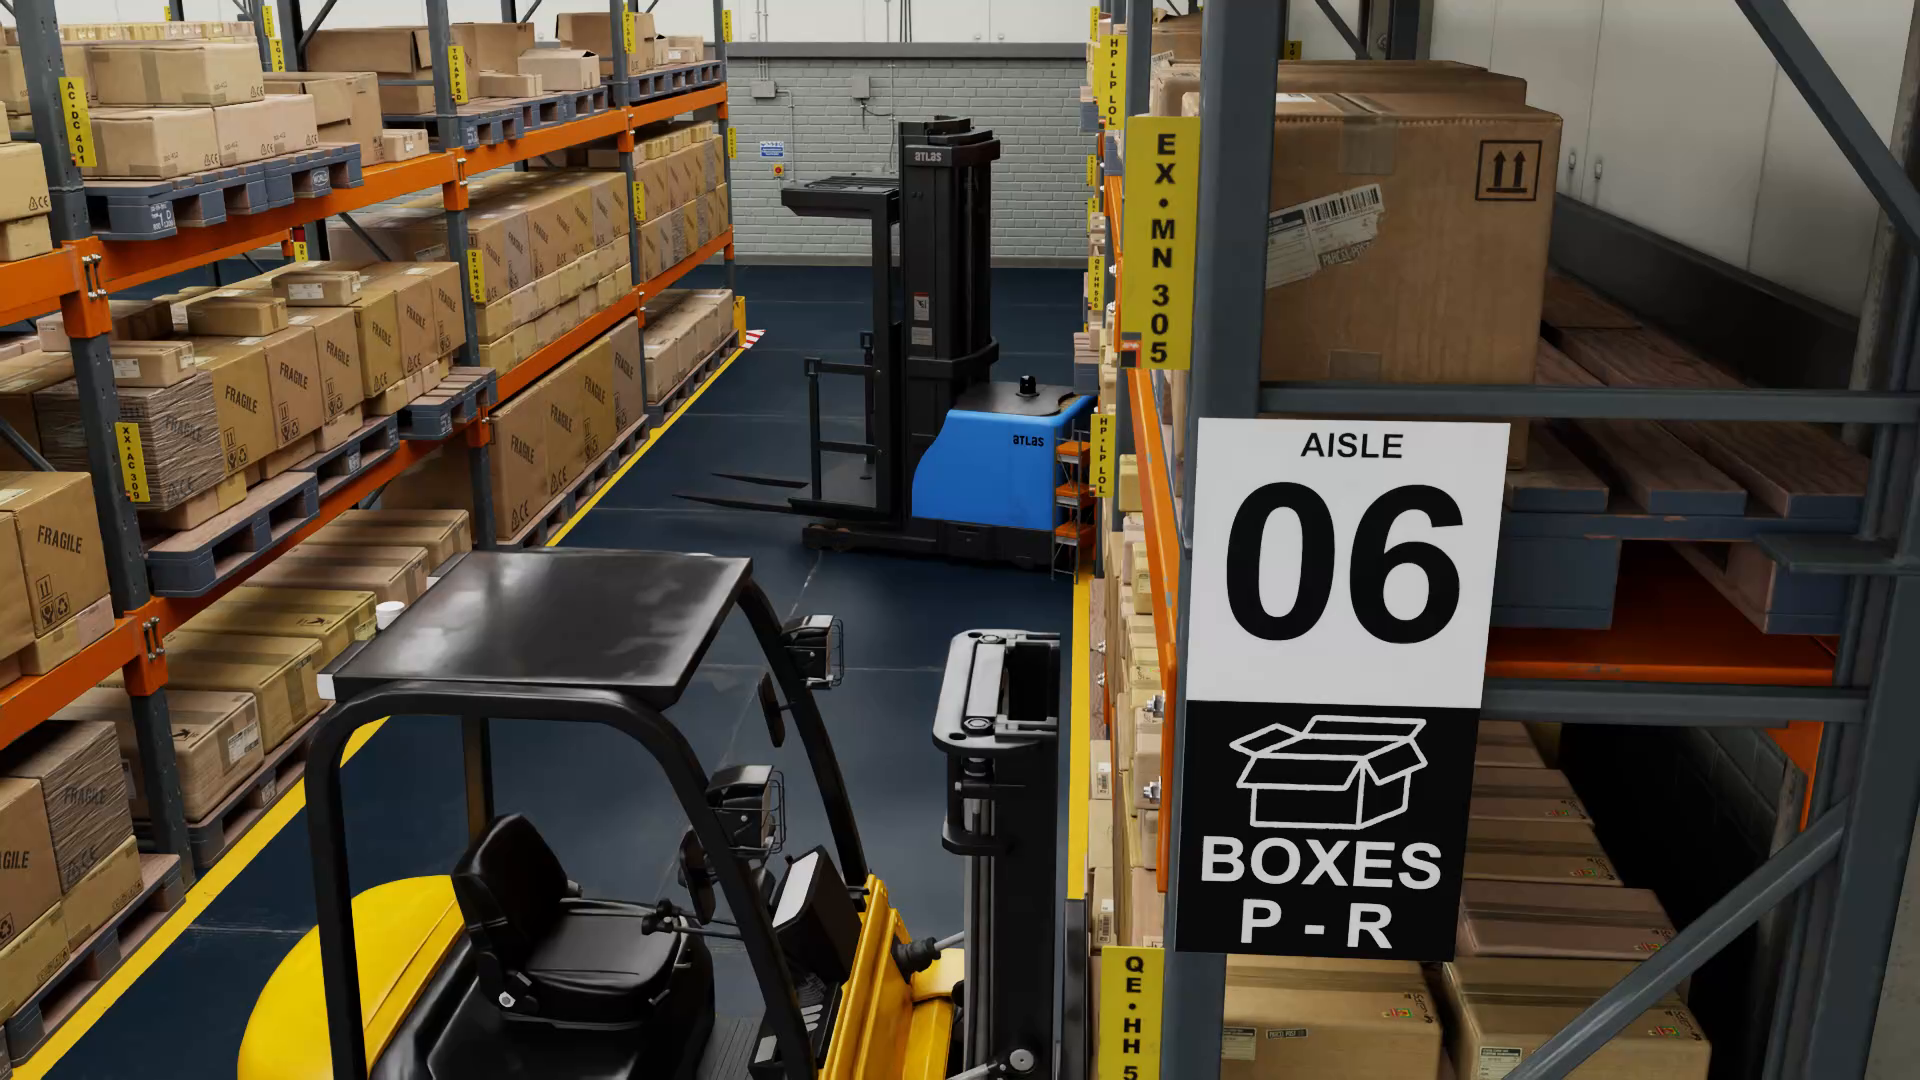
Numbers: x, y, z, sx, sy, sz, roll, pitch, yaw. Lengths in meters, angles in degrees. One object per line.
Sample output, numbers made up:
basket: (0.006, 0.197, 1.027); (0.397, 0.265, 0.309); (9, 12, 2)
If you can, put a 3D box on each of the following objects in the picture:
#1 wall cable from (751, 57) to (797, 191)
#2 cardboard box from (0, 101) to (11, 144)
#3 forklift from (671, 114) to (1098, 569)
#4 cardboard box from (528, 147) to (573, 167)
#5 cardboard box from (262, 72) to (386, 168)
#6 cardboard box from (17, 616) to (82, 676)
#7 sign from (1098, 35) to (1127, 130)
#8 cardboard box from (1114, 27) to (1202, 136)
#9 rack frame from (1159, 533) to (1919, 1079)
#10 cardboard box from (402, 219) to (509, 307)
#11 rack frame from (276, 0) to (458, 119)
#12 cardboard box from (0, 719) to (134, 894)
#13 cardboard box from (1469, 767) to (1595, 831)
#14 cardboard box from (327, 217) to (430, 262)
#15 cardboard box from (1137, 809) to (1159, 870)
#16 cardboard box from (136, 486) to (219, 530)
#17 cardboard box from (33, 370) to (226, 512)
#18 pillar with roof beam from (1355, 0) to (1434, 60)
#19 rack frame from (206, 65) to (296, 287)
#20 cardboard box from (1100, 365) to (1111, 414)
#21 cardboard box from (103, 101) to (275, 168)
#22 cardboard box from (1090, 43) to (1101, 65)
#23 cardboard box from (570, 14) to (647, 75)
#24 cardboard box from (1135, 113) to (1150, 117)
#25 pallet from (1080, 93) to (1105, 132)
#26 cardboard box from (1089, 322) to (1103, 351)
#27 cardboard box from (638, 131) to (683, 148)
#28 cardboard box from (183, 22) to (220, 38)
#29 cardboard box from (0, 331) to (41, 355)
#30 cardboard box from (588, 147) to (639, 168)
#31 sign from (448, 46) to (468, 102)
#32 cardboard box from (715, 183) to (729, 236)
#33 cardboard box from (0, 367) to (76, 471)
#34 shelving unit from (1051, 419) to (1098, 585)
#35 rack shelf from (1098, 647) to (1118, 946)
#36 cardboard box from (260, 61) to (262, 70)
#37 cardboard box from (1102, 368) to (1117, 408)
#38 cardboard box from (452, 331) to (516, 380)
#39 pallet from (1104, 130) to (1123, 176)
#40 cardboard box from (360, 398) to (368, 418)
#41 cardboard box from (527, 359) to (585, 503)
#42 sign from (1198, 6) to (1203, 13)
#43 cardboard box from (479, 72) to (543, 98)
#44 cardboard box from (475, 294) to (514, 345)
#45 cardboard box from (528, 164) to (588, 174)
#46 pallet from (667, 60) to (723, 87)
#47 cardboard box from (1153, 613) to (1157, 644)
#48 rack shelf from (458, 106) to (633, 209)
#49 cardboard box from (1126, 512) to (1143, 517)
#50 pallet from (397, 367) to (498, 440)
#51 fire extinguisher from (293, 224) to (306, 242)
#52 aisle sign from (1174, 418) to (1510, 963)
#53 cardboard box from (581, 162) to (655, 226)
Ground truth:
wall cable: (-2.621, -5.885, 23.385); (0.585, 1.953, 0.123); (1, 18, 4)
cardboard box: (-3.667, -1.491, 5.961); (0.380, 0.149, 0.250); (2, 18, 5)
forklift: (-0.587, -1.457, 11.664); (3.031, 2.935, 1.130); (6, 19, 18)
cardboard box: (-3.584, -3.327, 14.452); (0.380, 0.149, 0.250); (1, 18, 3)
cardboard box: (-3.653, -2.330, 9.239); (0.700, 0.500, 0.500); (1, 18, 4)
cardboard box: (-3.592, 0.395, 6.305); (0.380, 0.149, 0.250); (2, 18, 5)
sign: (0.547, -1.629, 5.925); (0.100, 0.325, 0.005); (1, 18, 4)
cardboard box: (1.008, -2.226, 8.087); (0.500, 0.500, 0.500); (2, 18, 5)
rack frame: (0.802, 1.443, 2.702); (1.000, 3.000, 0.127); (1, 18, 4)
cardboard box: (-3.296, -1.822, 10.899); (0.500, 0.500, 0.500); (1, 18, 2)
rack frame: (-3.575, -4.002, 9.685); (1.000, 3.000, 0.127); (1, 18, 4)
cardboard box: (-3.637, 1.031, 6.495); (0.500, 0.500, 0.500); (1, 18, 3)
cardboard box: (1.129, 0.607, 3.574); (0.380, 0.149, 0.250); (1, 18, 4)
cardboard box: (-3.799, -1.840, 10.956); (0.500, 0.500, 0.500); (1, 18, 2)
cardboard box: (0.617, 0.653, 3.910); (0.380, 0.149, 0.250); (1, 18, 2)
cardboard box: (-3.507, -0.154, 7.304); (0.380, 0.149, 0.250); (2, 18, 5)
cardboard box: (-3.542, -0.437, 7.126); (0.500, 0.500, 0.500); (2, 18, 5)
pillar with roof beam: (-2.112, -3.564, 8.347); (9.100, 9.000, 0.400); (1, 18, 4)
rack frame: (-7.946, -3.715, 18.444); (1.000, 3.000, 0.127); (1, 18, 4)
cardboard box: (1.008, -0.758, 8.857); (0.500, 0.250, 0.500); (1, 18, 3)
cardboard box: (-3.385, -1.793, 7.326); (0.500, 0.250, 0.500); (1, 18, 3)
cardboard box: (1.195, -3.733, 12.773); (0.380, 0.149, 0.250); (1, 18, 3)
cardboard box: (-3.037, -4.292, 14.391); (0.500, 0.500, 0.500); (2, 18, 5)
cardboard box: (0.786, -1.177, 5.188); (0.500, 0.311, 0.500); (2, 18, 5)
pallet: (1.475, -3.097, 12.042); (1.213, 0.211, 1.003); (1, 18, 4)
cardboard box: (1.040, -1.334, 10.907); (0.380, 0.149, 0.250); (2, 18, 5)
cardboard box: (-2.902, -3.872, 16.115); (0.380, 0.149, 0.250); (2, 18, 6)
cardboard box: (-7.721, -5.148, 16.797); (0.380, 0.149, 0.250); (2, 18, 5)
cardboard box: (-8.034, -1.604, 14.136); (0.500, 0.250, 0.500); (1, 18, 2)
cardboard box: (-3.007, -3.317, 14.420); (0.380, 0.149, 0.250); (1, 18, 3)
sign: (-3.034, -2.810, 10.033); (0.100, 0.325, 0.005); (1, 18, 4)
cardboard box: (-2.772, -3.528, 17.711); (0.500, 0.500, 0.500); (1, 18, 4)
cardboard box: (-4.058, -0.446, 7.154); (0.500, 0.500, 0.500); (1, 18, 3)
shelving unit: (0.761, -0.251, 11.002); (0.215, 1.050, 0.252); (11, 21, 30)
rack shelf: (0.946, 1.164, 4.710); (1.077, 0.370, 4.000); (1, 18, 4)
cardboard box: (-7.715, -4.922, 17.551); (0.500, 0.250, 0.500); (1, 18, 3)
cardboard box: (0.896, -0.748, 8.186); (0.380, 0.149, 0.250); (1, 18, 2)
cardboard box: (-3.289, -1.226, 11.090); (0.500, 0.250, 0.500); (1, 18, 3)
pallet: (1.416, -2.165, 9.198); (1.213, 0.211, 1.003); (2, 18, 6)
cardboard box: (-3.460, -0.721, 9.036); (0.380, 0.149, 0.250); (1, 18, 4)
cardboard box: (-3.375, -0.831, 12.379); (0.875, 0.875, 0.875); (2, 18, 5)
sign: (2.502, -5.354, 17.206); (0.100, 0.325, 0.005); (1, 18, 4)
cardboard box: (-3.274, -3.317, 12.112); (0.380, 0.166, 0.250); (3, 18, 9)
cardboard box: (-3.293, -1.470, 11.029); (0.500, 0.250, 0.500); (1, 18, 4)
cardboard box: (-3.530, -3.069, 14.706); (0.500, 0.500, 0.500); (1, 18, 3)
pallet: (-3.044, -4.789, 17.045); (1.003, 0.211, 1.213); (1, 18, 4)
cardboard box: (0.757, 0.198, 4.822); (0.380, 0.149, 0.250); (1, 18, 4)
rack shelf: (-3.432, -2.856, 12.160); (1.077, 0.370, 4.000); (1, 18, 4)
cardboard box: (0.804, -0.062, 6.093); (0.380, 0.149, 0.250); (1, 18, 3)
pallet: (-3.520, -0.836, 9.967); (1.213, 0.211, 1.003); (1, 18, 4)
fire extinguisher: (-7.468, -3.569, 18.721); (0.296, 0.674, 0.183); (1, 18, 4)
aisle sign: (0.505, 0.221, 2.255); (0.394, 0.787, 0.004); (1, 18, 4)
cardboard box: (-3.013, -3.059, 14.674); (0.500, 0.500, 0.500); (1, 18, 4)
